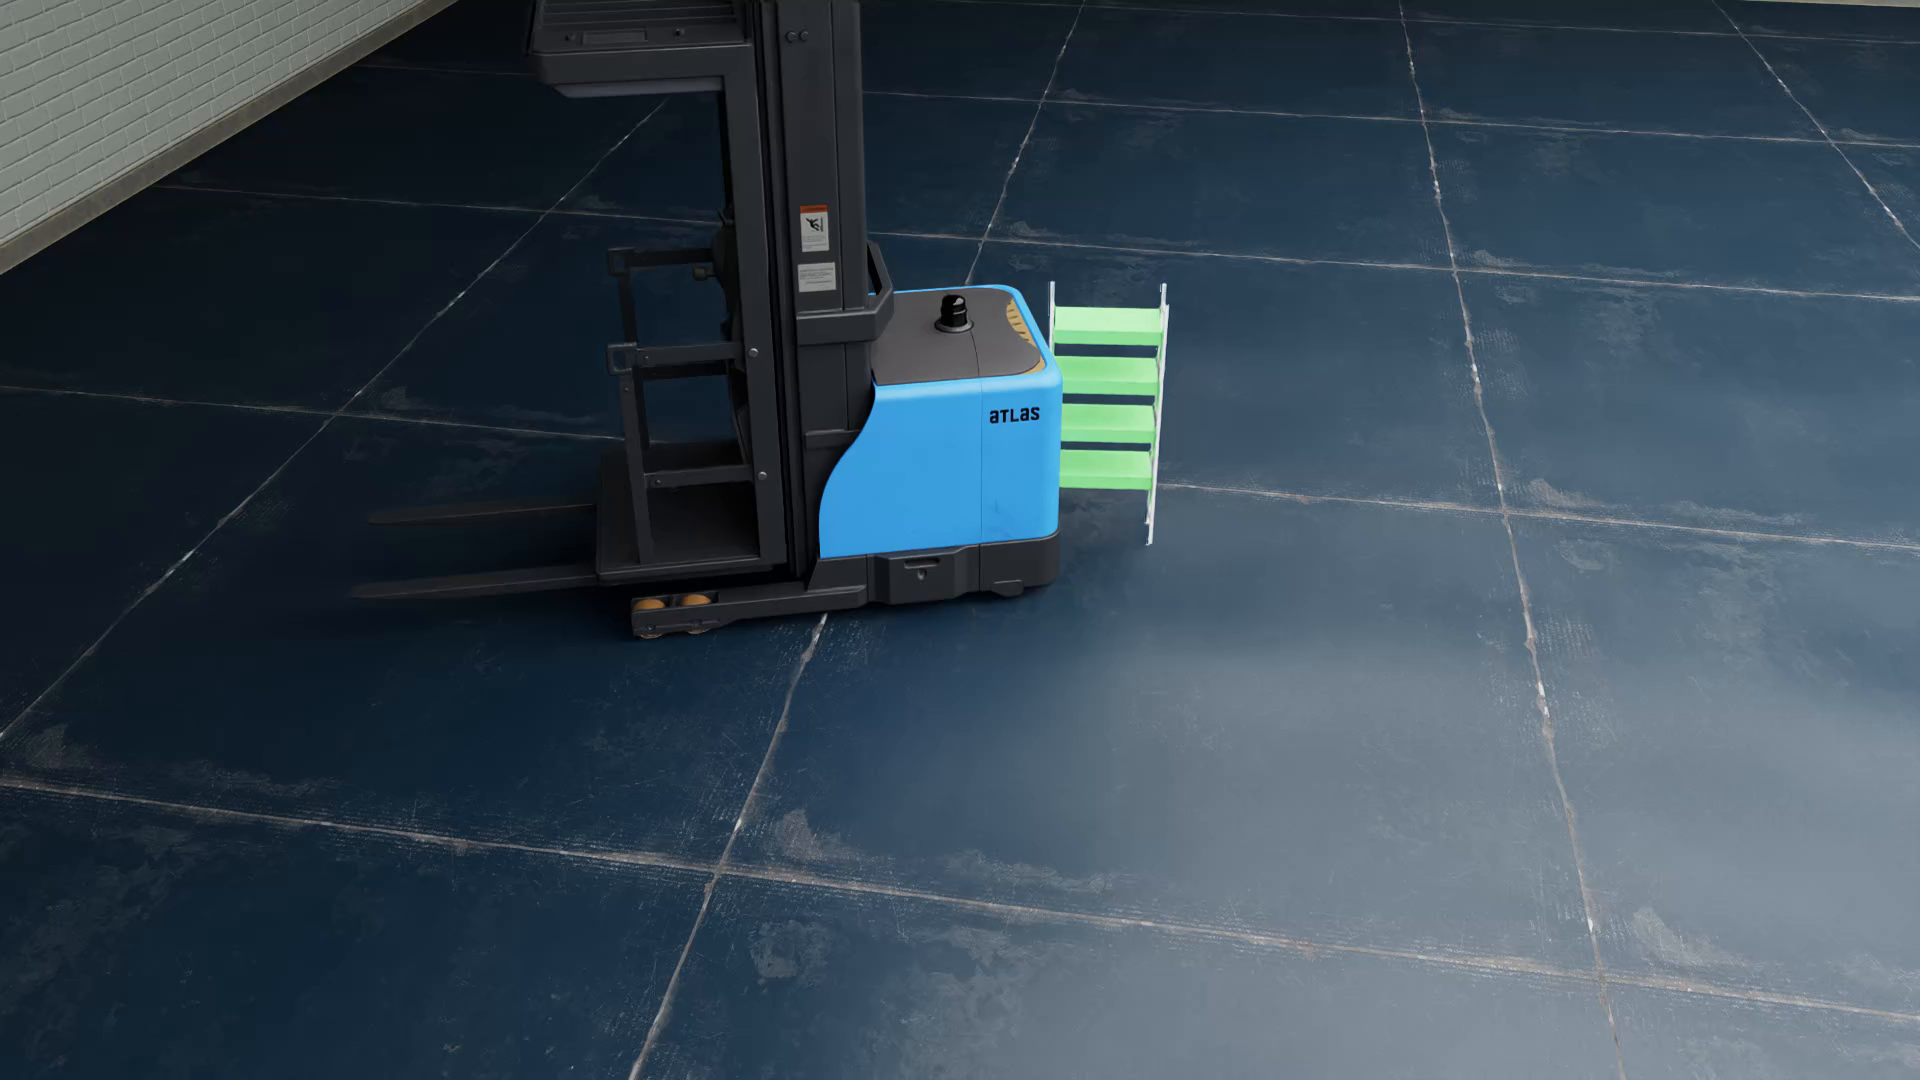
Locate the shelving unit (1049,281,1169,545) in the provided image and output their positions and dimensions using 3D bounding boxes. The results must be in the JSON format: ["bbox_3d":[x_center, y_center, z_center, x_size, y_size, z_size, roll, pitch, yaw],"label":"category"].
[{"bbox_3d":[0.644,-0.556,7.508,0.503,1.200,0.258,2,32,3],"label":"shelving unit"}]

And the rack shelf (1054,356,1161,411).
[{"bbox_3d":[0.644,-0.706,7.415,0.480,0.148,0.258,2,32,3],"label":"rack shelf"}]

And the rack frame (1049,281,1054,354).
[{"bbox_3d":[0.400,-0.563,7.519,0.015,1.200,0.240,2,32,3],"label":"rack frame"}]

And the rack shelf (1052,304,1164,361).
[{"bbox_3d":[0.644,-0.909,7.287,0.480,0.148,0.258,2,32,3],"label":"rack shelf"}]

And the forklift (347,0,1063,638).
[{"bbox_3d":[-1.126,-1.127,6.788,3.031,2.935,1.130,-5,32,-8],"label":"forklift"}]

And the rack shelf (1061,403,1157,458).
[{"bbox_3d":[0.644,-0.502,7.542,0.480,0.148,0.258,2,32,3],"label":"rack shelf"}]

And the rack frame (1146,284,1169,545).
[{"bbox_3d":[0.887,-0.550,7.497,0.015,1.200,0.240,2,32,3],"label":"rack frame"}]

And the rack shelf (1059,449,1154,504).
[{"bbox_3d":[0.644,-0.299,7.669,0.480,0.148,0.258,2,32,3],"label":"rack shelf"}]
